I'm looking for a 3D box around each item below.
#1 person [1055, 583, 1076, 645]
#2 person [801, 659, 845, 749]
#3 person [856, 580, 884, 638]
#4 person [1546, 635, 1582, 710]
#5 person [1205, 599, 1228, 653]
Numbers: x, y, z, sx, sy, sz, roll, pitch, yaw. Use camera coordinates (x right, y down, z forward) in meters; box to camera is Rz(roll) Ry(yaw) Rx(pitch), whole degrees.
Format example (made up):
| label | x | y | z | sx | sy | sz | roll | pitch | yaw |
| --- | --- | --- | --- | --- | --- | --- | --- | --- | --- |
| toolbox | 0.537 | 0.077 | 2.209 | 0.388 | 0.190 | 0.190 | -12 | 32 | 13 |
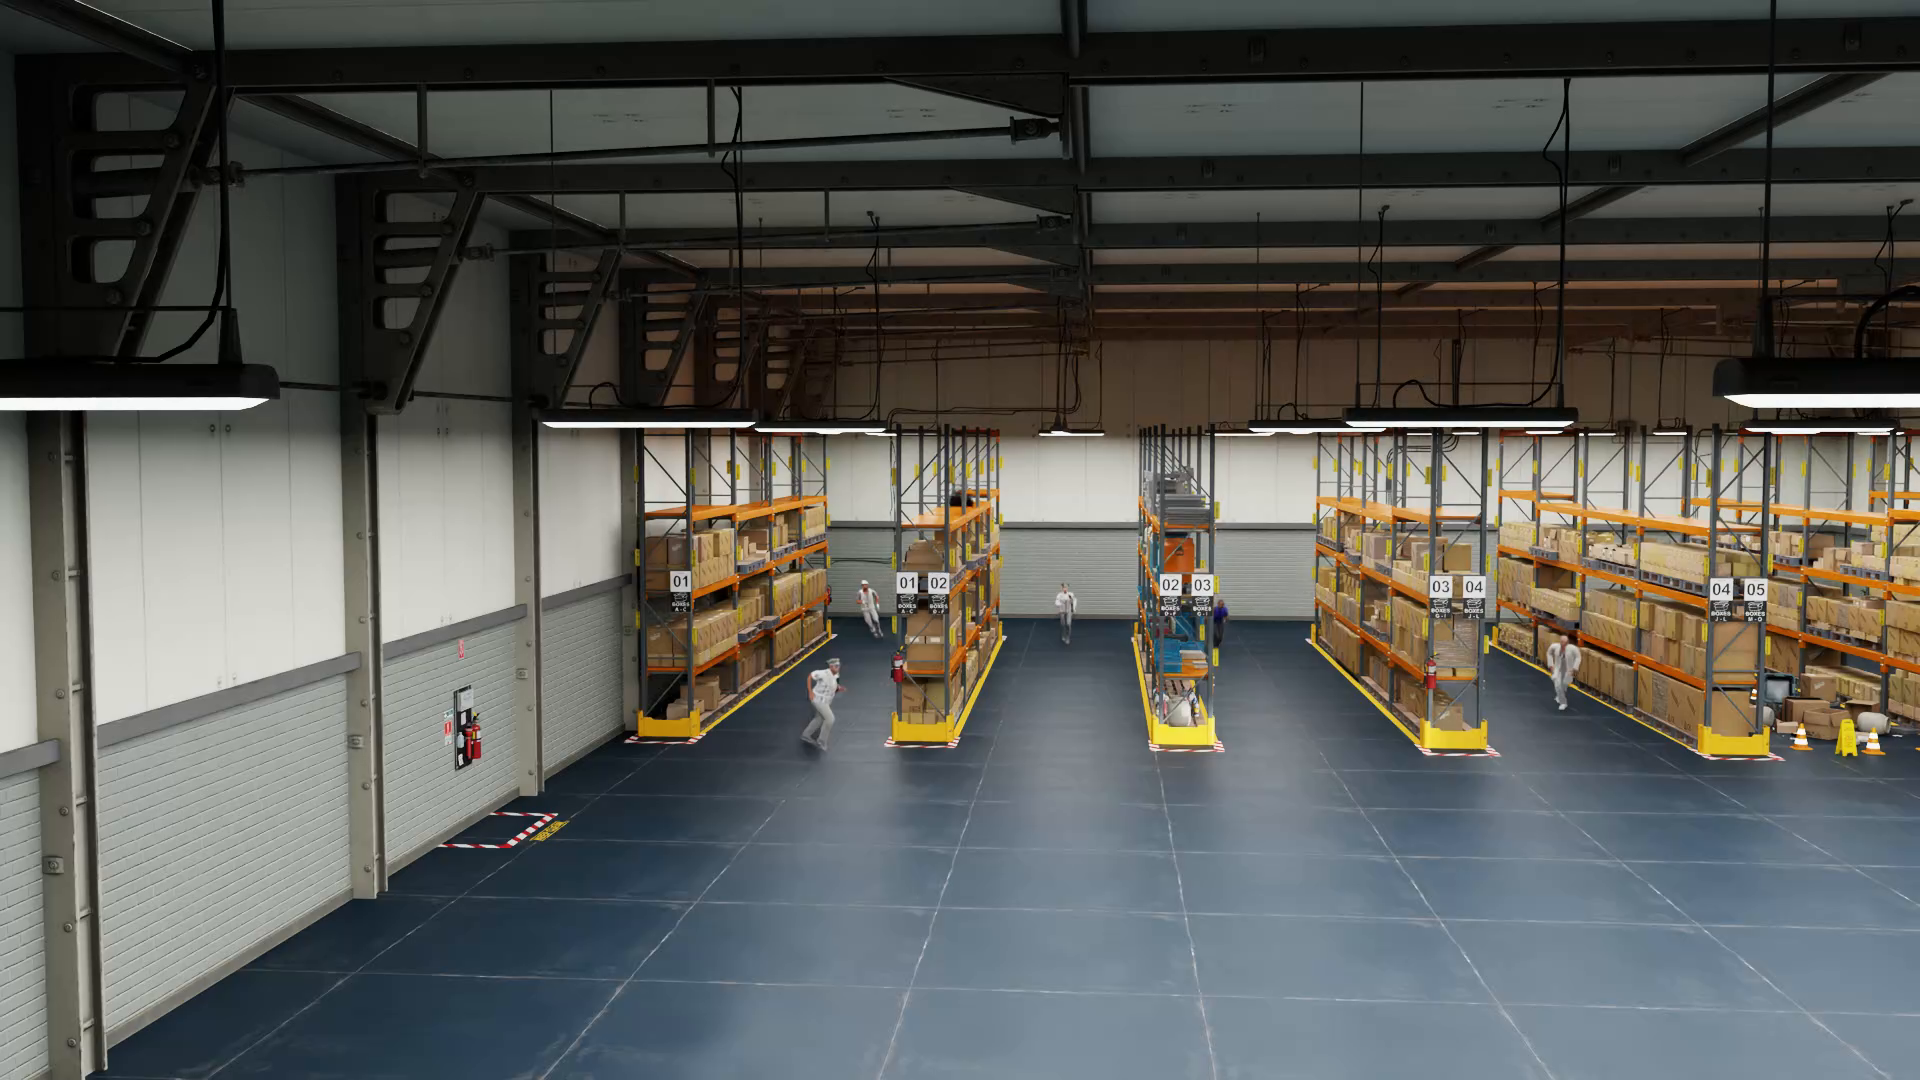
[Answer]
| label | x | y | z | sx | sy | sz | roll | pitch | yaw |
| --- | --- | --- | --- | --- | --- | --- | --- | --- | --- |
| person | 2.960 | 2.042 | 46.517 | 0.580 | 1.716 | 0.788 | 0 | 3 | 5 |
| person | -2.558 | 3.047 | 30.805 | 0.955 | 1.760 | 0.694 | 2 | 4 | 27 |
| person | -2.561 | 1.980 | 47.360 | 0.814 | 1.692 | 0.568 | -1 | 4 | -8 |
| person | 12.823 | 2.779 | 35.316 | 0.711 | 1.605 | 1.048 | 1 | 4 | 20 |
| person | 6.806 | 2.294 | 44.176 | 0.603 | 1.484 | 0.837 | -1 | 4 | -10 |
